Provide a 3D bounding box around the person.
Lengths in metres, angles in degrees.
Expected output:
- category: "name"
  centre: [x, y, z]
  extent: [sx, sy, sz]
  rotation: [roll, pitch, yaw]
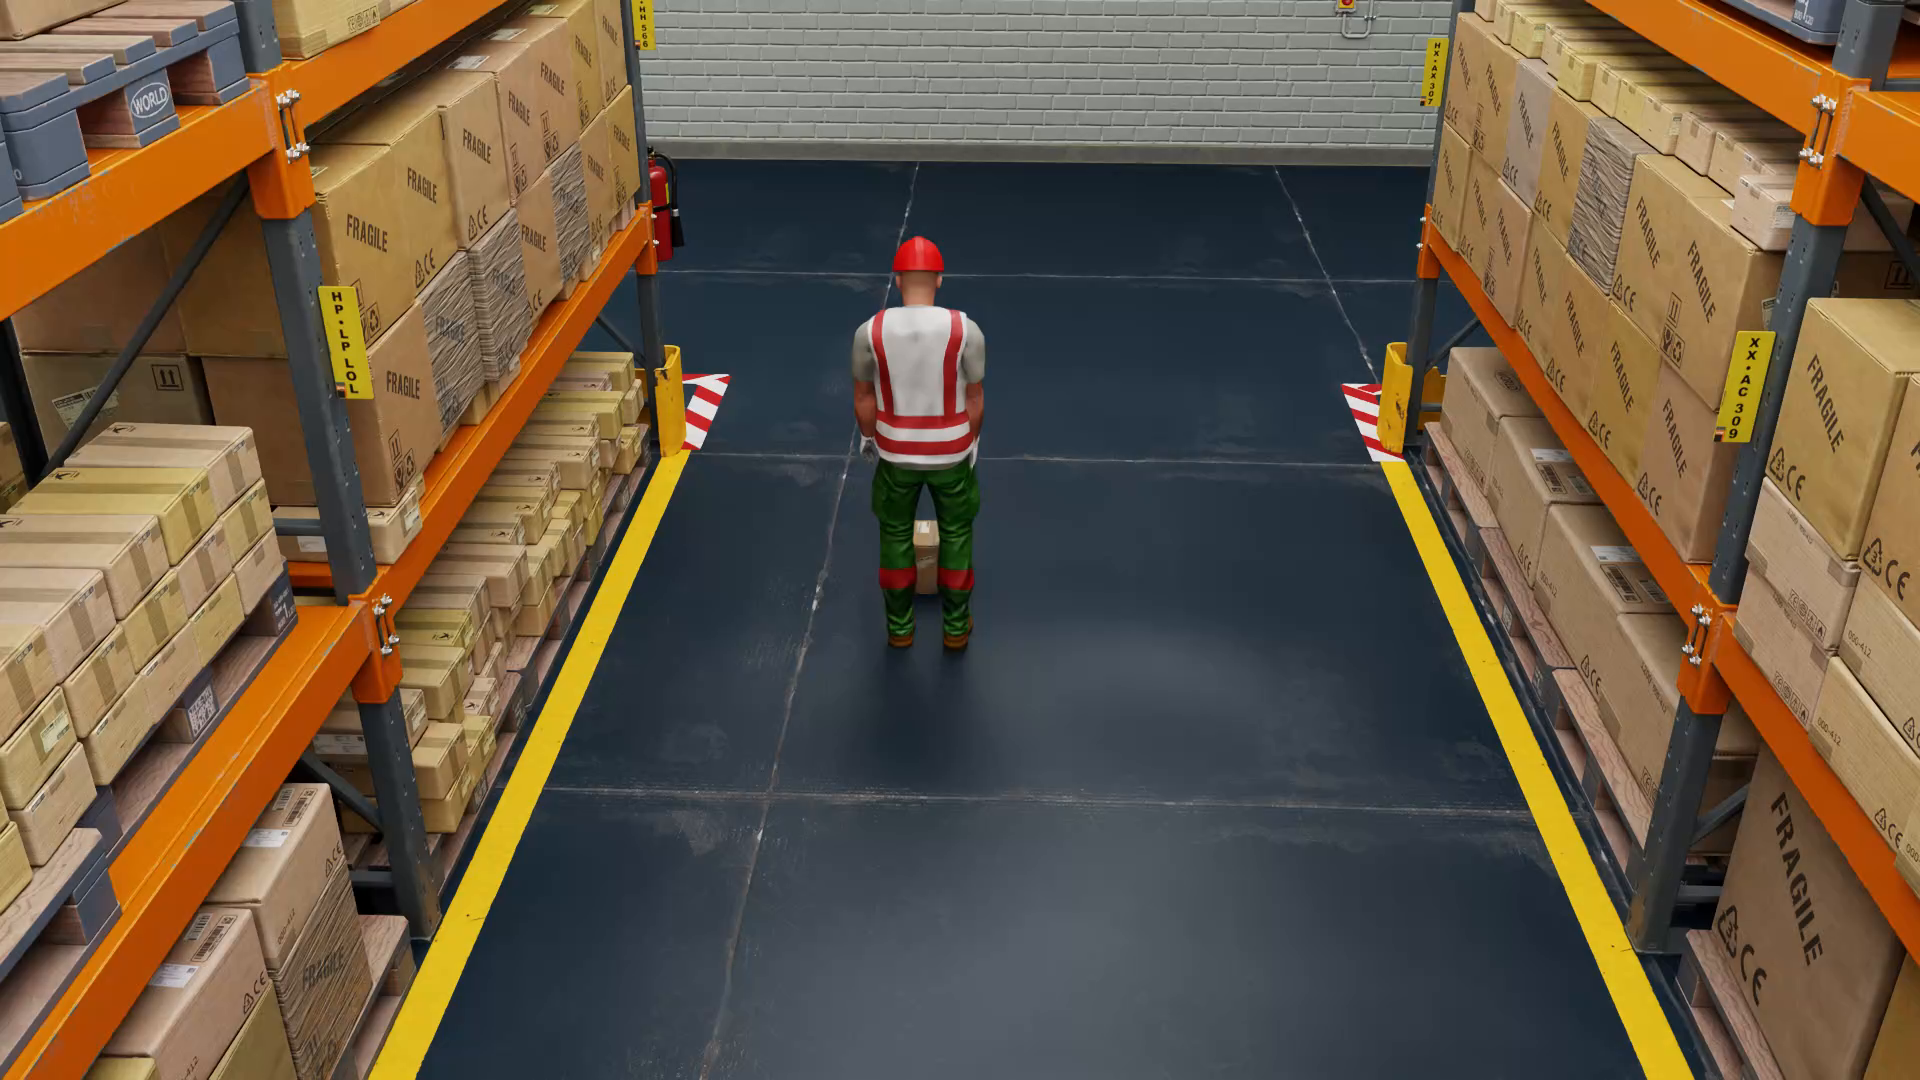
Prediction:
- category: "person"
  centre: [-0.164, -0.375, 6.836]
  extent: [0.534, 1.762, 0.400]
  rotation: [2, 28, 3]
